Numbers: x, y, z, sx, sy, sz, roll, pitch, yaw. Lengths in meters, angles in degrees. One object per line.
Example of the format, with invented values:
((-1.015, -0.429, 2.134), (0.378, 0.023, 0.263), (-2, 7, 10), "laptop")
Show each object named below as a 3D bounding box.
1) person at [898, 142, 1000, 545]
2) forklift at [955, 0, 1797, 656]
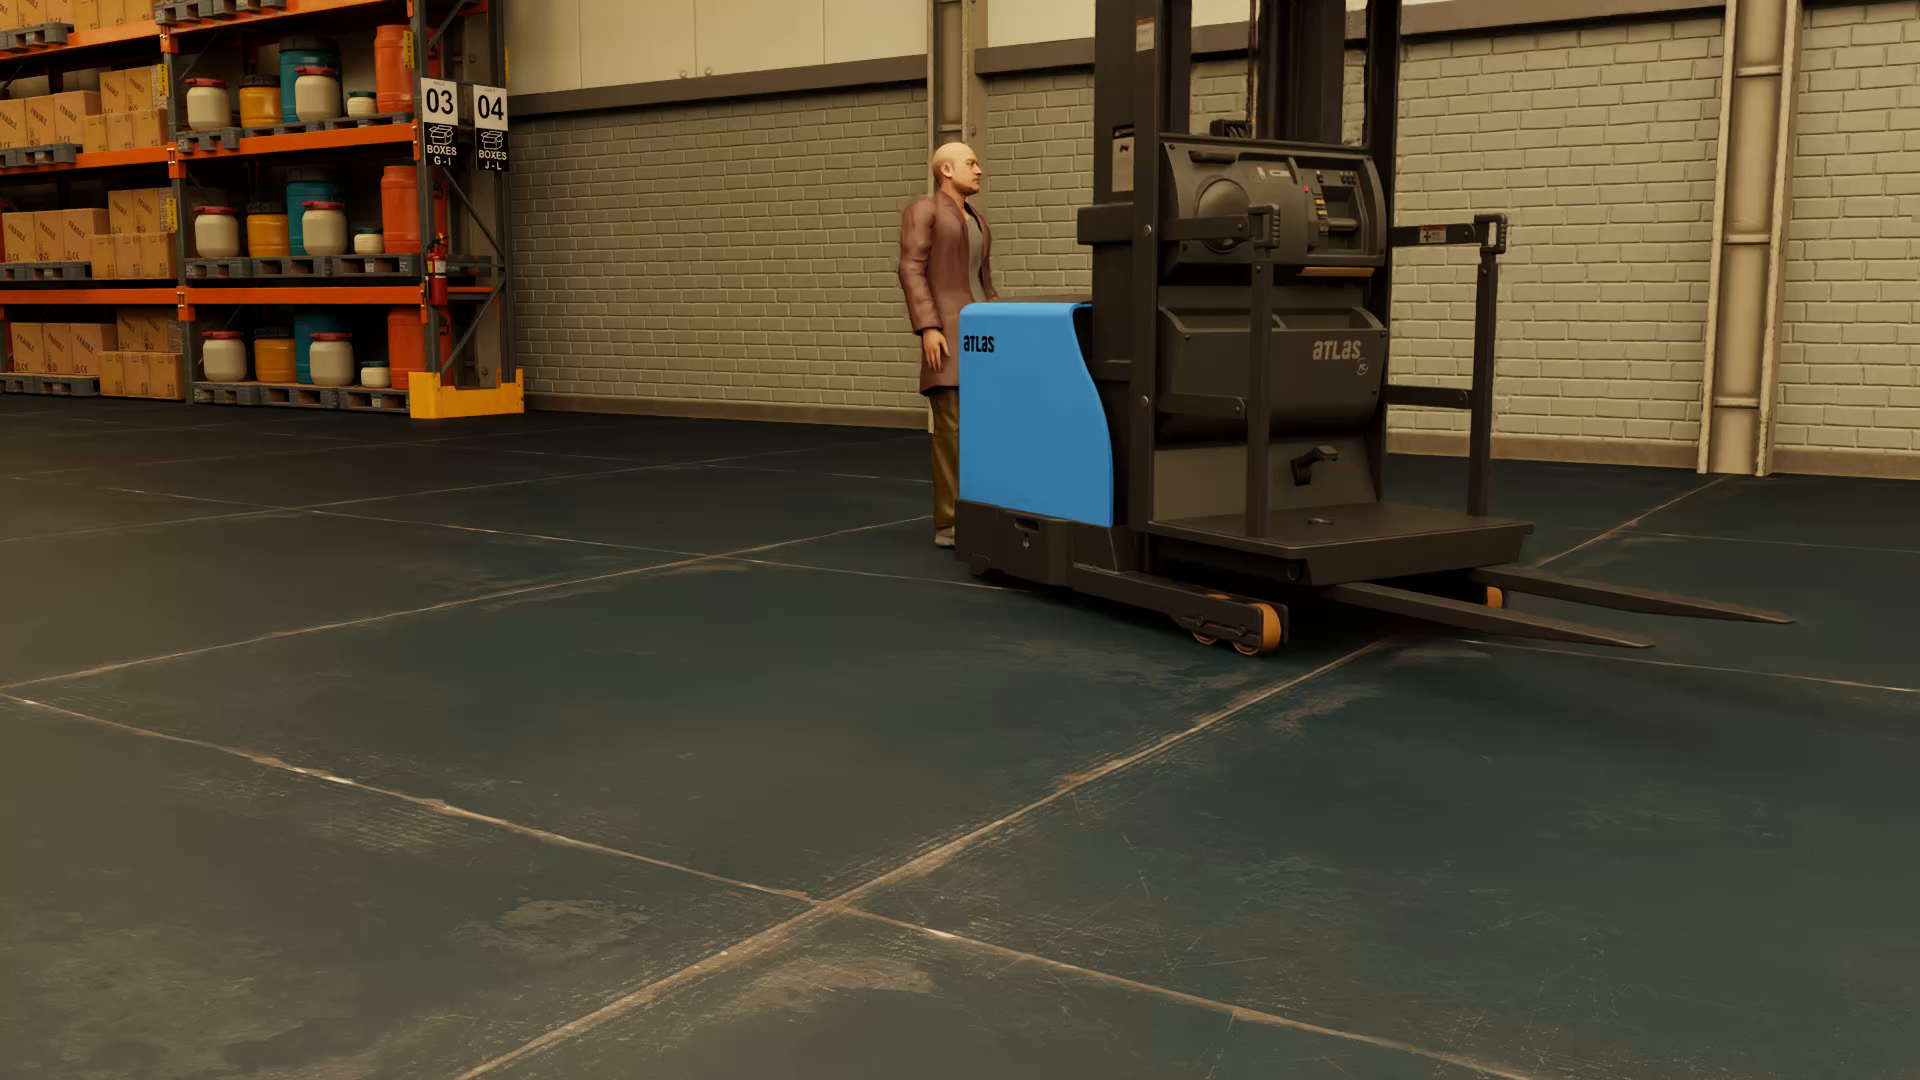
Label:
((0.086, -0.878, 7.433), (0.576, 1.779, 0.697), (5, 10, 34), "person")
((1.185, -1.170, 5.421), (1.130, 2.935, 3.031), (-5, 10, -32), "forklift")
